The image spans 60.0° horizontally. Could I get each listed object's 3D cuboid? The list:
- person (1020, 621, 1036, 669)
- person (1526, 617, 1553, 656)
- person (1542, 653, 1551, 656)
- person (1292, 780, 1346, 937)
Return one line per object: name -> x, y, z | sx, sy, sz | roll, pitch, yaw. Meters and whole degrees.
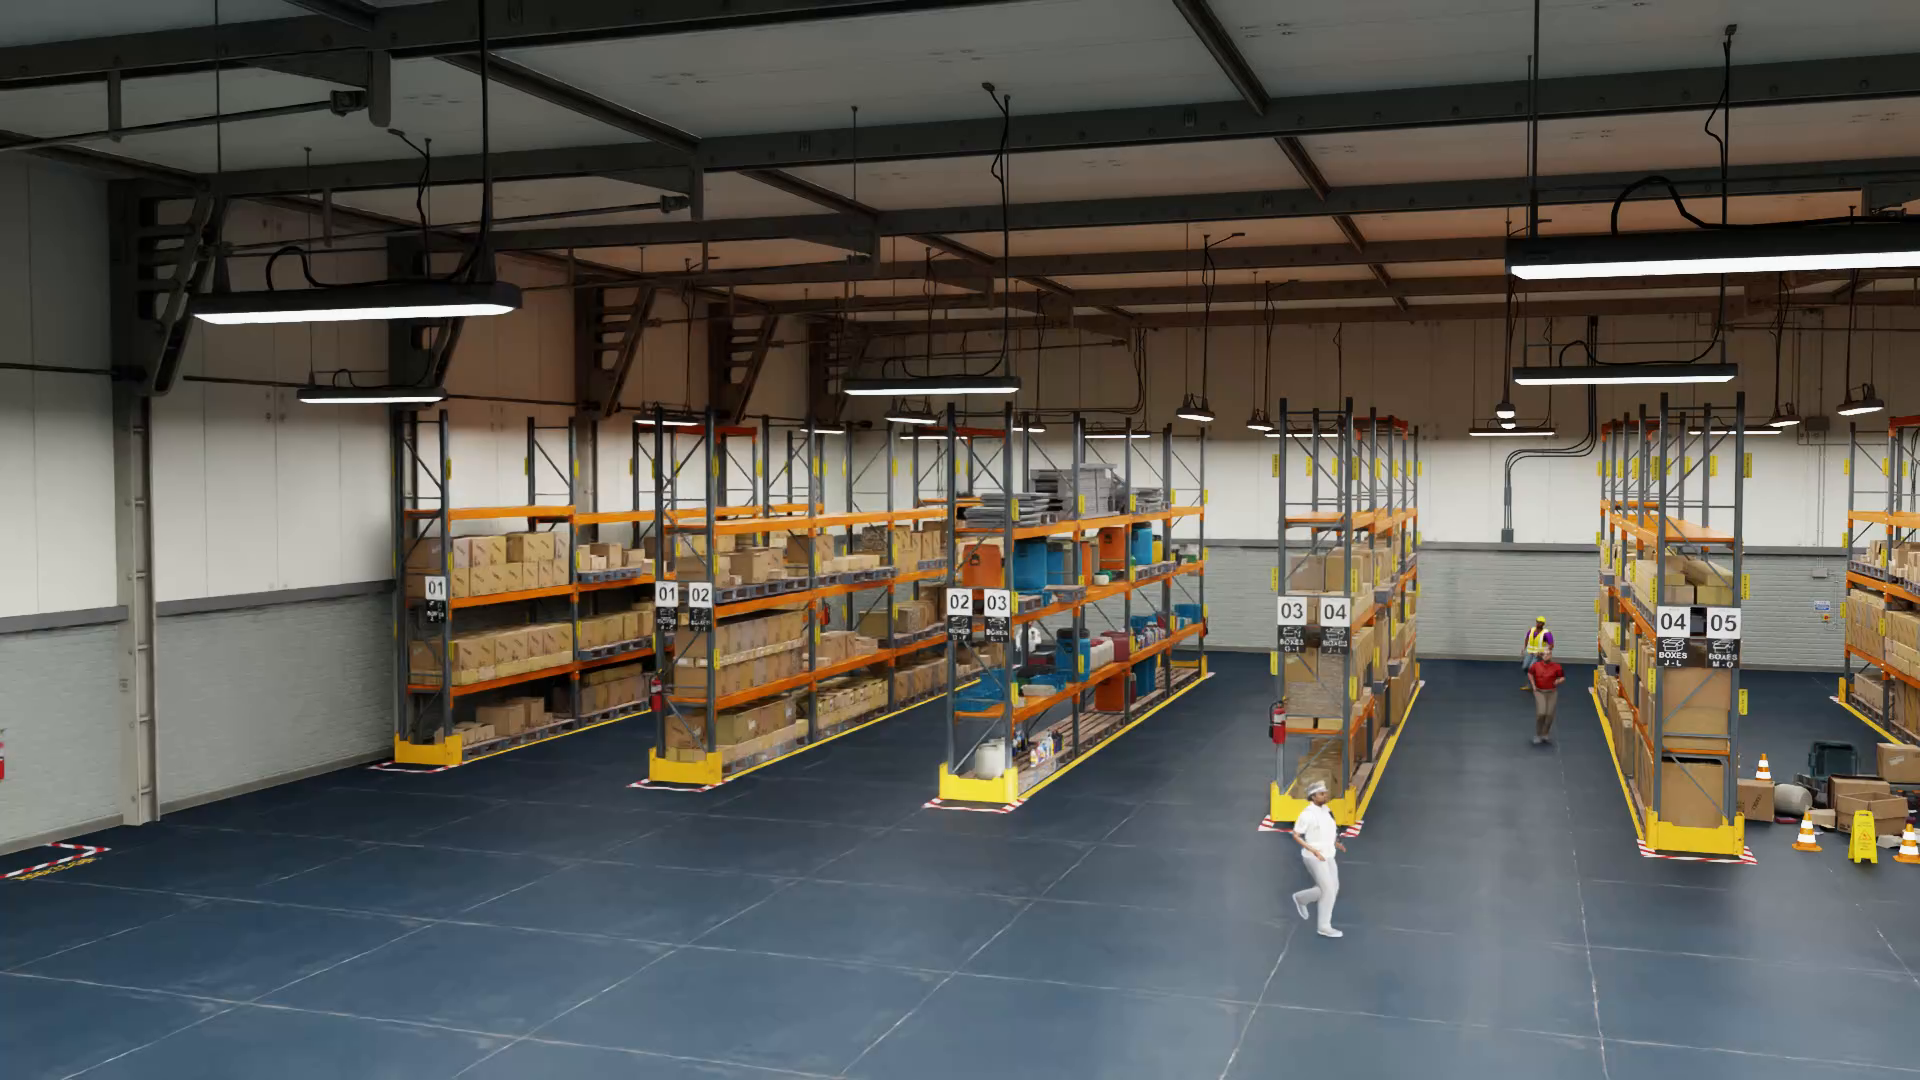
person -> 1.543, 2.490, 37.336 | 0.390, 1.544, 0.638 | 0, 2, 3
person -> 13.011, 2.163, 37.388 | 0.372, 0.901, 0.689 | -2, 3, -44
person -> 10.686, 2.081, 30.269 | 0.172, 0.052, 0.168 | 1, 3, 14
person -> 3.834, 3.404, 17.914 | 0.579, 1.649, 0.663 | -2, 3, -44
